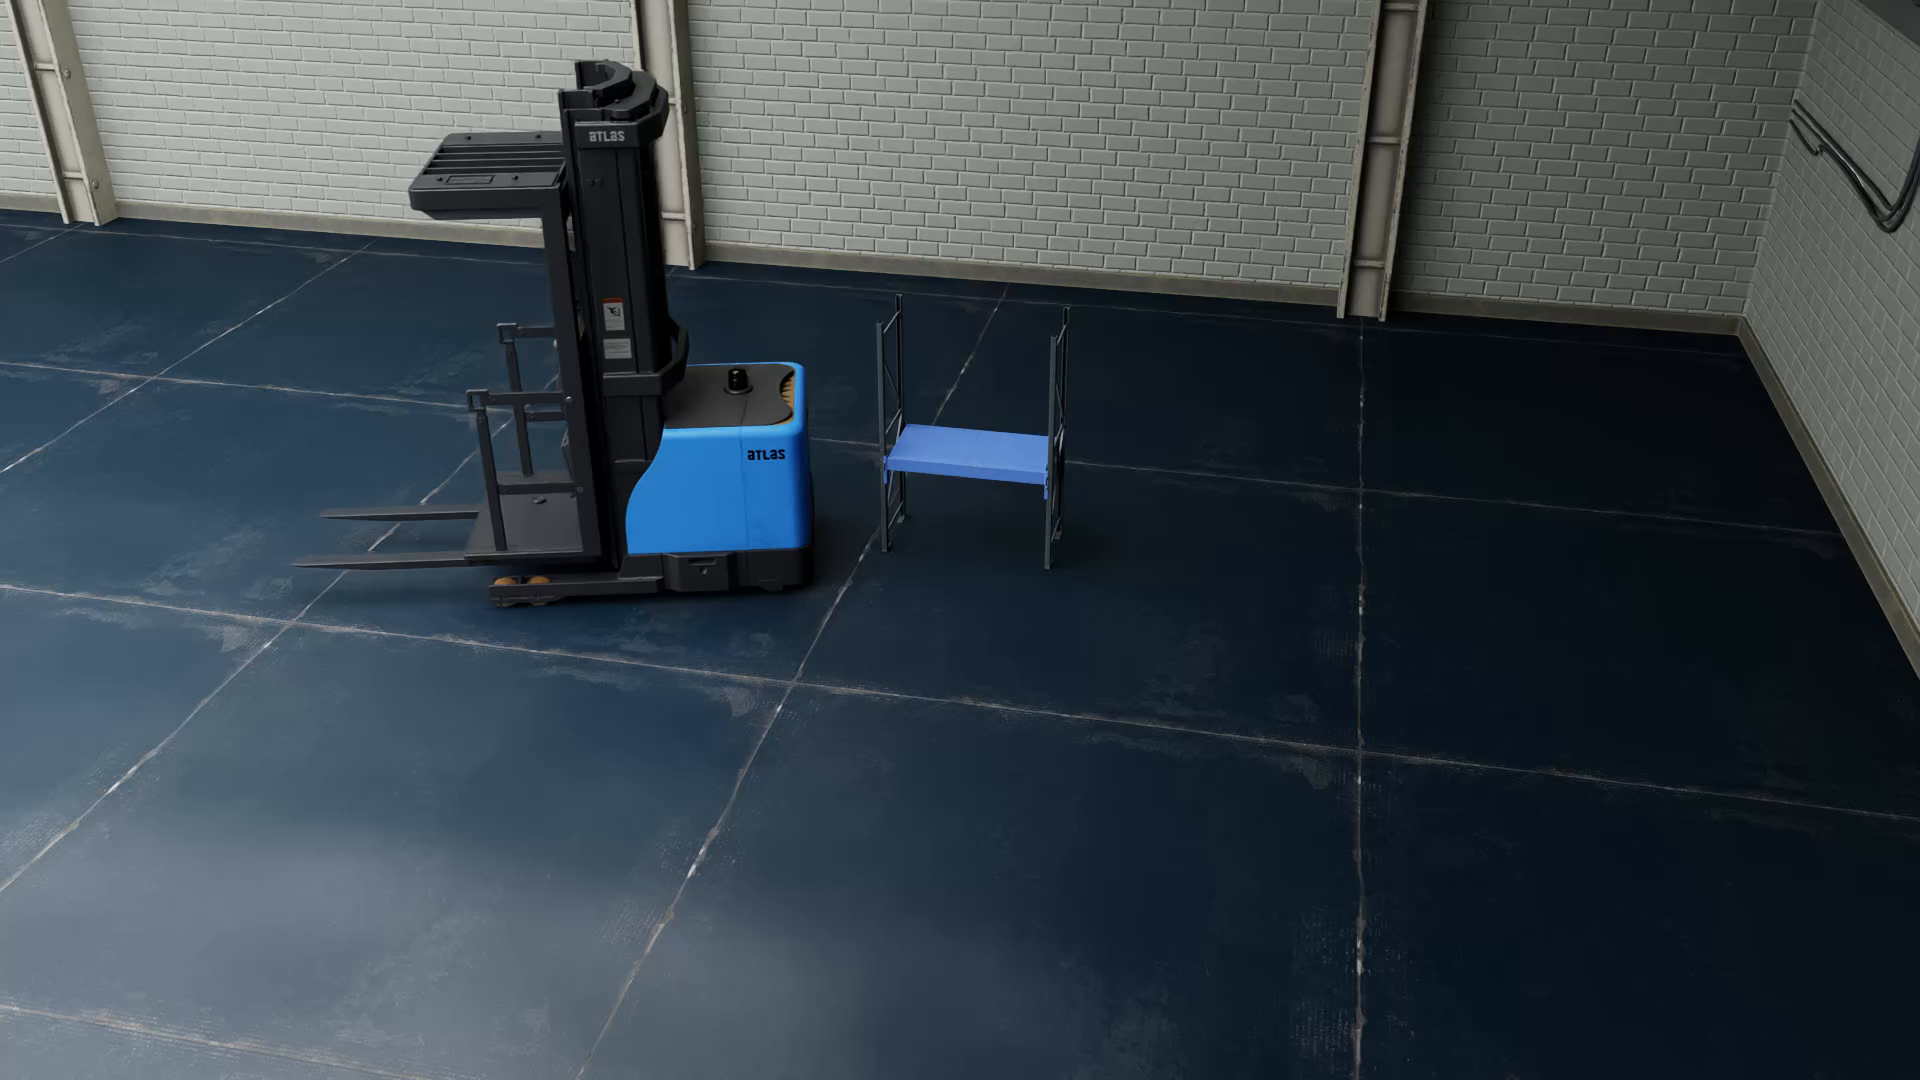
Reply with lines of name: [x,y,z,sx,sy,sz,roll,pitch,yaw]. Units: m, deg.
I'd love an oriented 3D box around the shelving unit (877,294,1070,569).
shelving unit: [0.083,-0.649,10.036,1.048,1.500,0.538,6,29,11]

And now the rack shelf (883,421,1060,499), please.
rack shelf: [0.083,-0.492,10.123,1.000,0.185,0.538,6,29,11]

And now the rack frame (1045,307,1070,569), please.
rack frame: [0.581,-0.598,9.943,0.032,1.500,0.500,6,29,11]

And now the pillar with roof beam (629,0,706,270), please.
pillar with roof beam: [-3.418,-4.420,9.115,0.400,9.000,9.100,6,29,11]

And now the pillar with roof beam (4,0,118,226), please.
pillar with roof beam: [-9.285,-5.022,10.214,0.400,9.000,9.100,6,29,11]

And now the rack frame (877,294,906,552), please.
rack frame: [-0.414,-0.700,10.129,0.032,1.500,0.500,6,29,11]

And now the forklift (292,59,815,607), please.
forklift: [-2.408,-1.160,9.479,3.031,2.935,1.130,-2,29,-4]

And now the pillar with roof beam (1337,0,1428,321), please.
pillar with roof beam: [2.450,-3.819,8.016,0.400,9.000,9.100,6,29,11]

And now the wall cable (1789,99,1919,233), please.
wall cable: [5.954,-3.562,10.781,0.112,2.526,3.097,6,29,11]
